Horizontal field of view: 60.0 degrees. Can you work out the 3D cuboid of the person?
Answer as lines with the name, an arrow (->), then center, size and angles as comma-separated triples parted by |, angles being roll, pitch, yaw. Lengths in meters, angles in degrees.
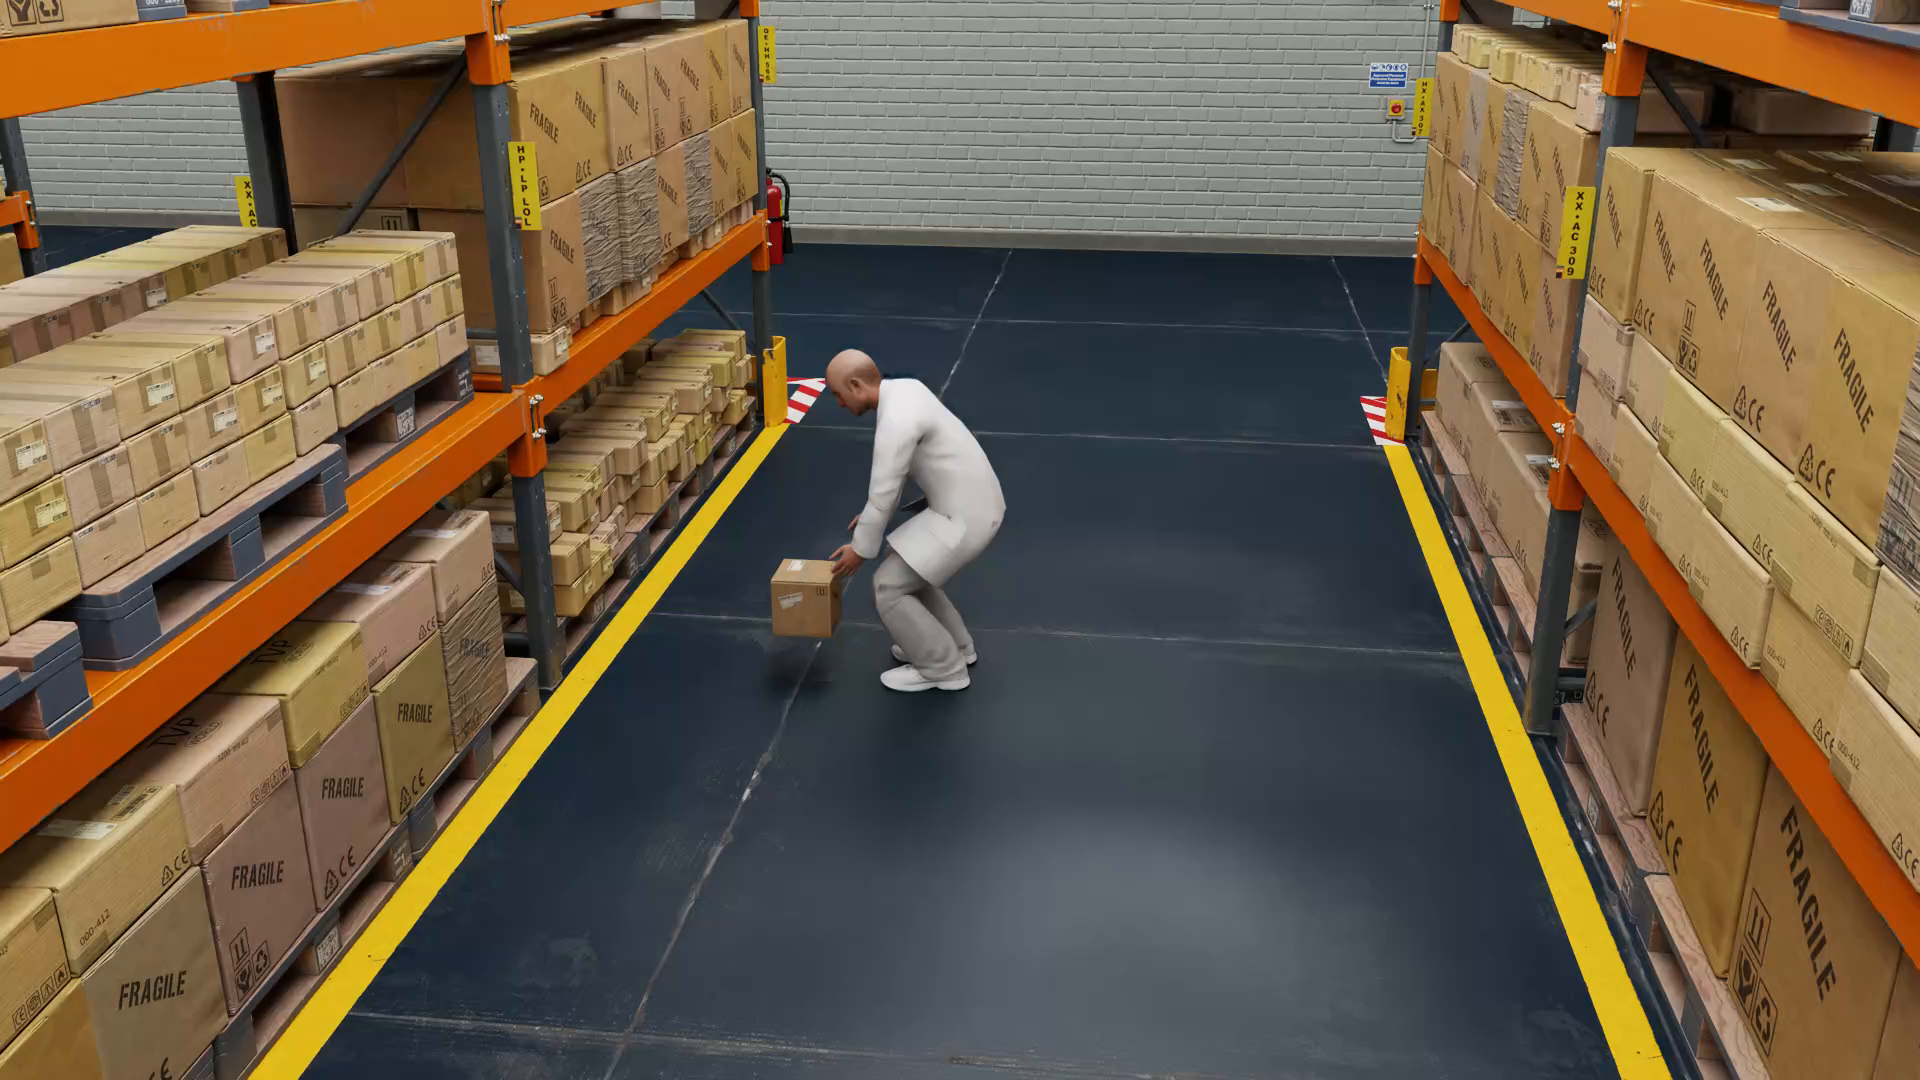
person -> -0.176, -0.082, 6.820 | 0.718, 1.425, 0.633 | 2, 21, 7
